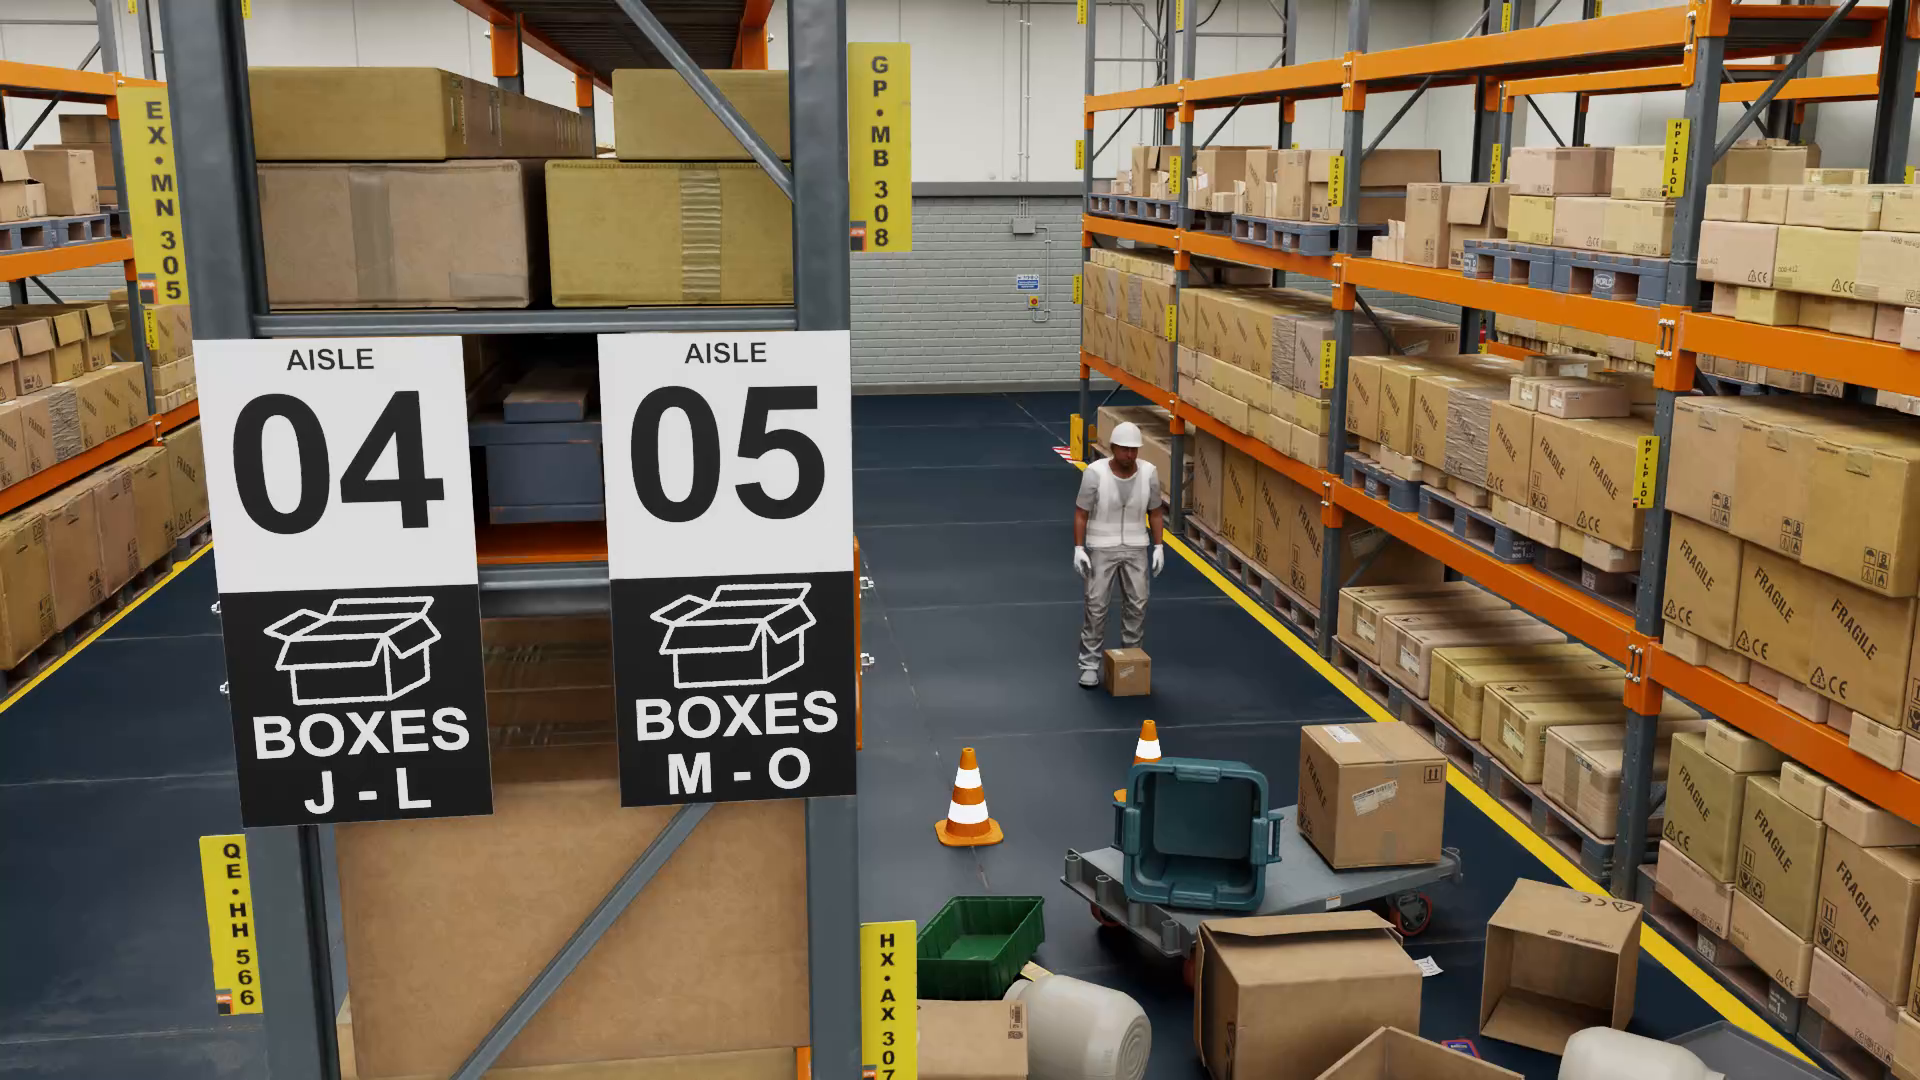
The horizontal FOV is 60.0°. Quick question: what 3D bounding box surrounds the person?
[{"bbox_3d":[1.057,0.085,11.091,0.619,1.774,0.446,-2,13,-8],"label":"person"}]
